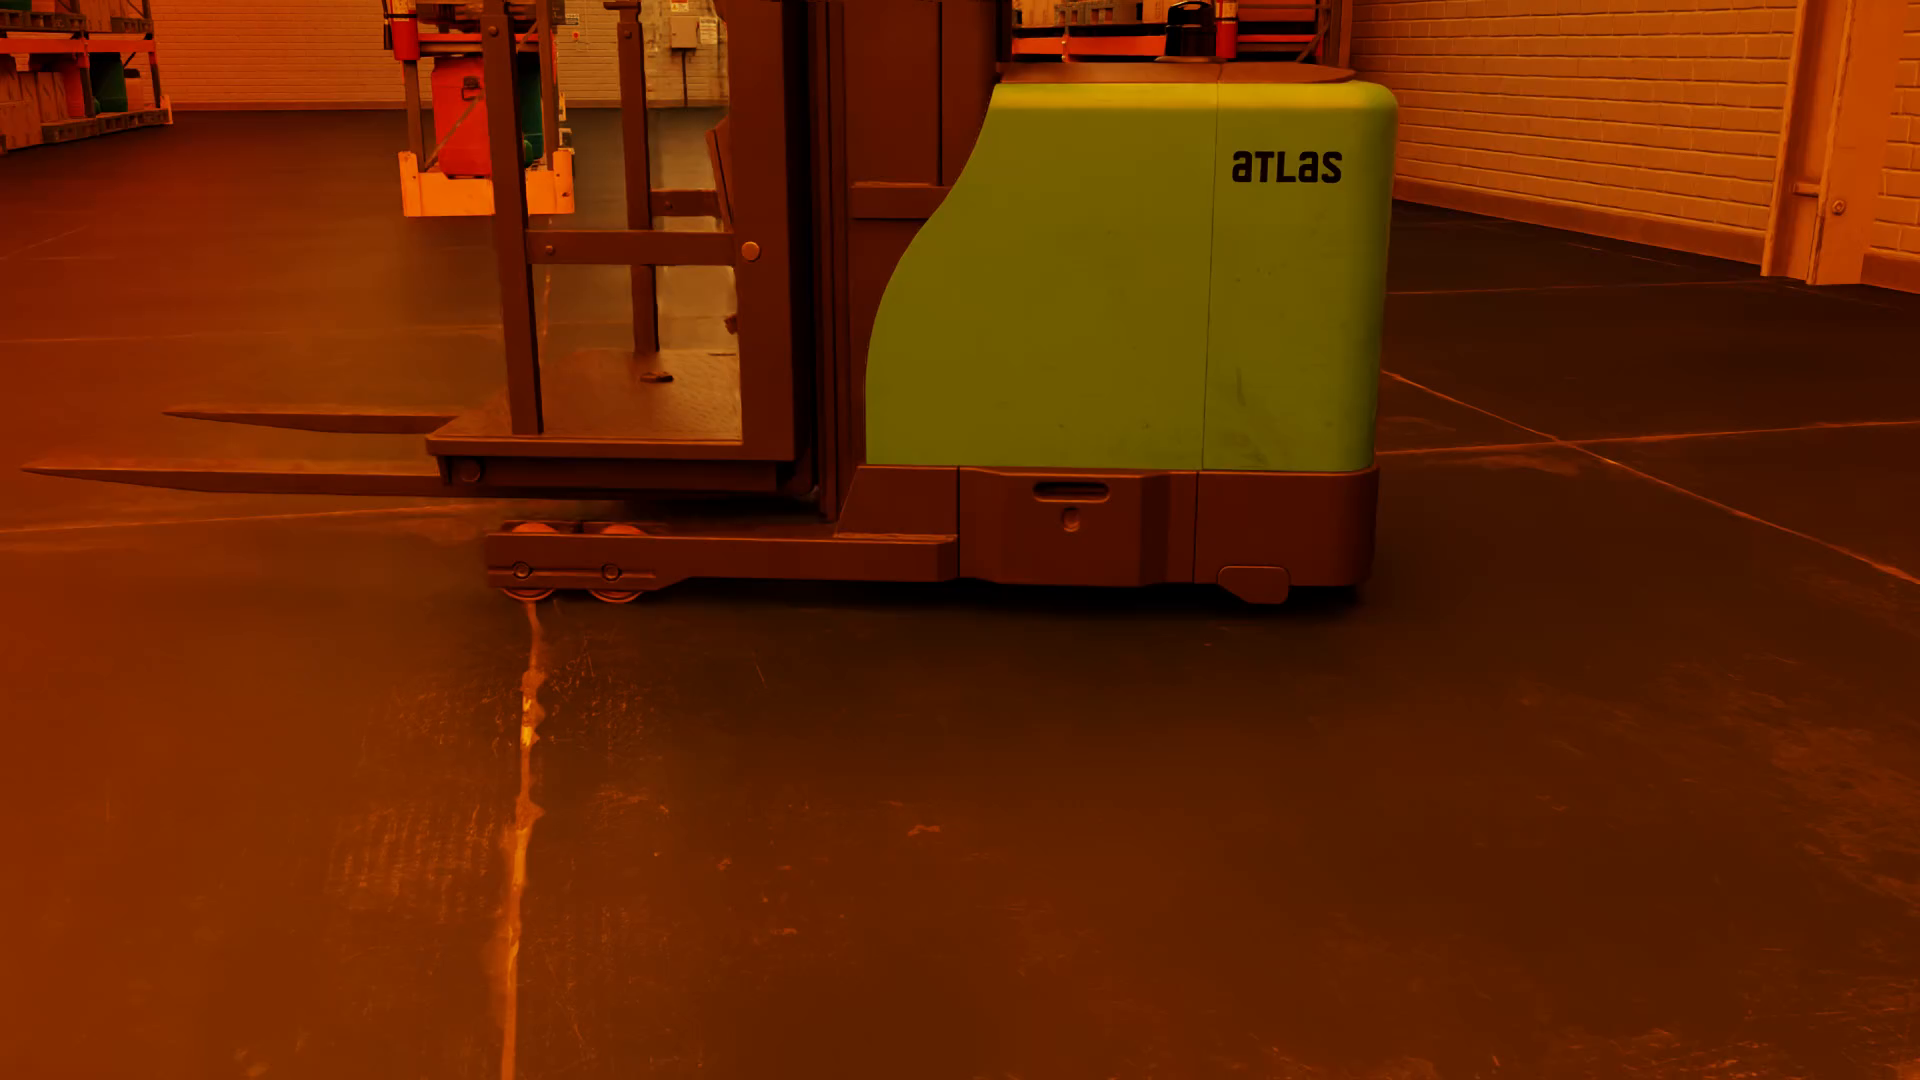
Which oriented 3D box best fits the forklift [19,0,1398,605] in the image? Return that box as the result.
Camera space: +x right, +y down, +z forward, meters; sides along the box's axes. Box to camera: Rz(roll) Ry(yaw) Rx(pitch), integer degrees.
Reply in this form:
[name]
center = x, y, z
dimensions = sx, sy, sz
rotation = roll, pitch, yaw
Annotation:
[forklift]
center = -0.609, -1.418, 3.640
dimensions = 3.031, 2.935, 1.130
rotation = 1, 17, 4
